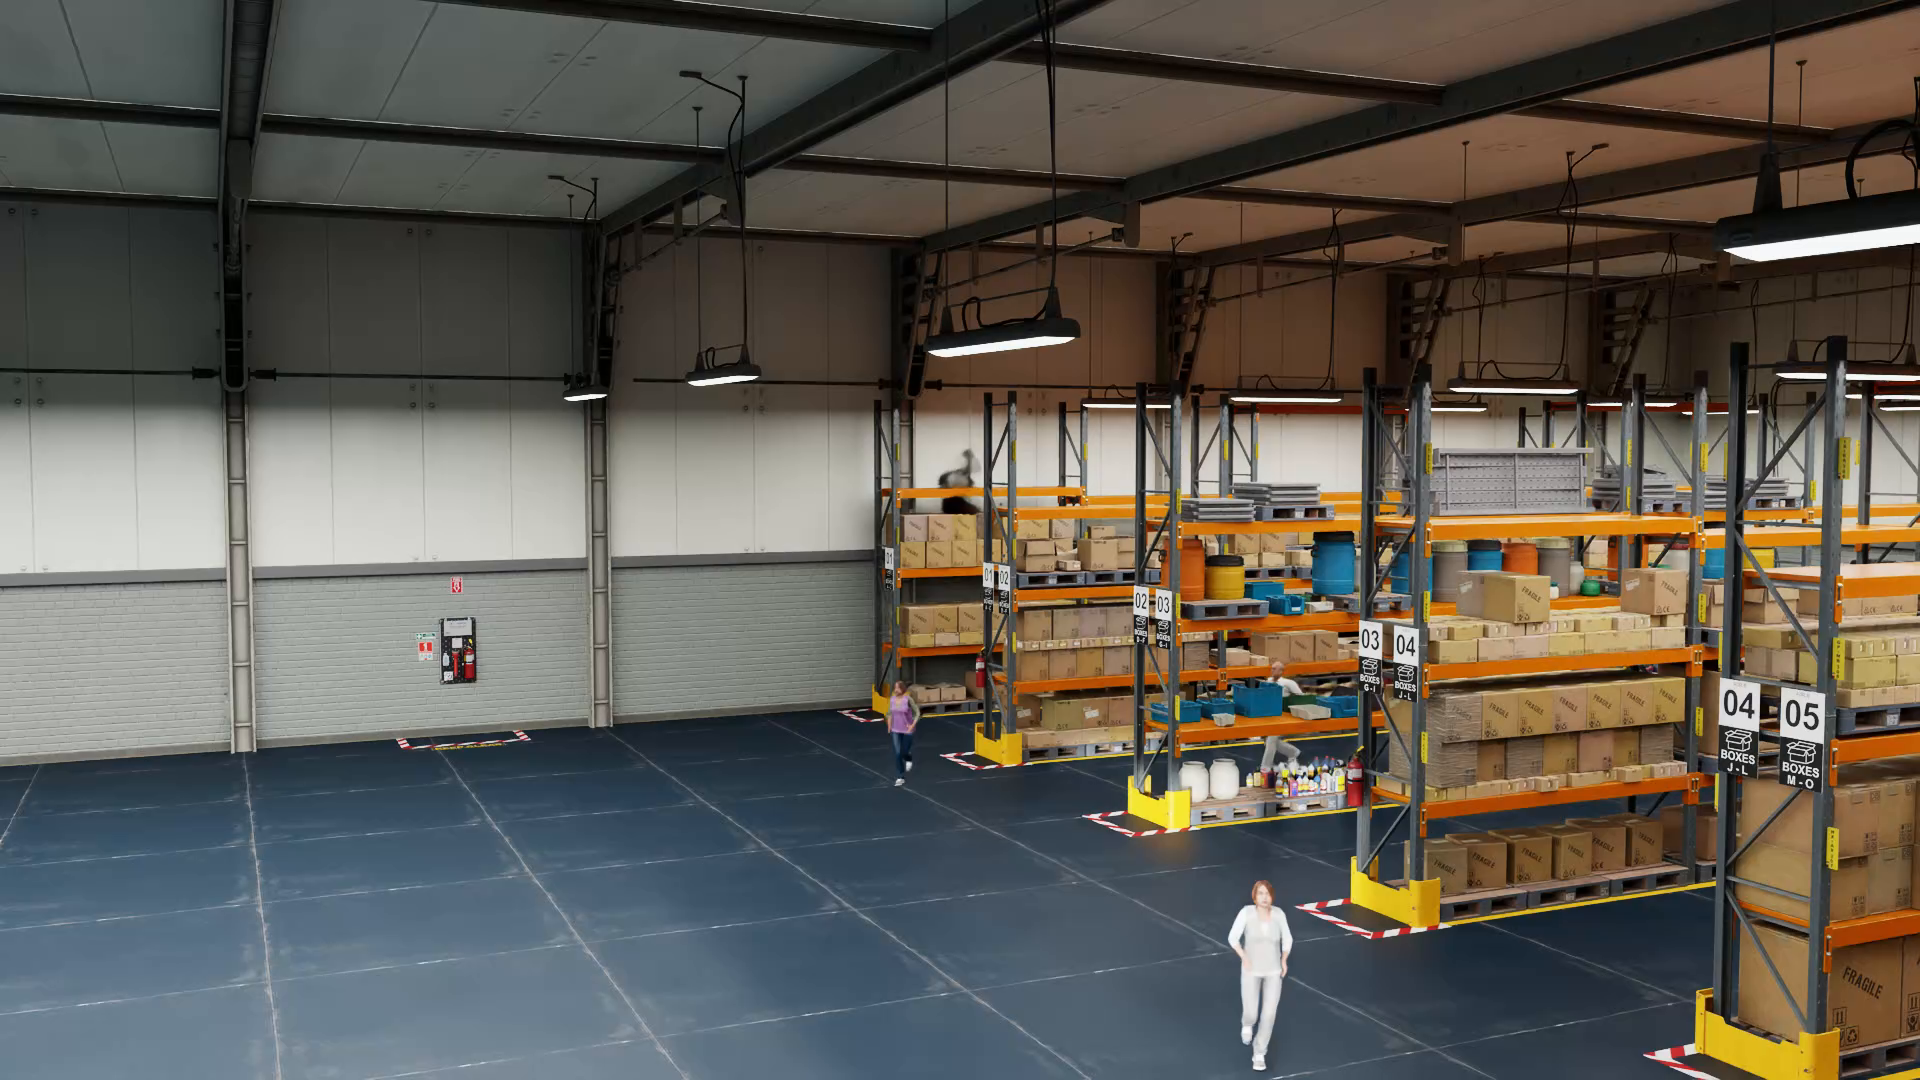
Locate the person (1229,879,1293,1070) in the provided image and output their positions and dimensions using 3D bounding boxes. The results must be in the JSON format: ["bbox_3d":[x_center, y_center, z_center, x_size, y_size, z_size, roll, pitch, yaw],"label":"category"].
[{"bbox_3d":[2.501,3.582,13.823,0.528,1.555,0.537,0,3,2],"label":"person"}]

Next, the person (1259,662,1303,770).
[{"bbox_3d":[4.926,2.725,25.720,0.859,1.689,0.712,-2,4,-31],"label":"person"}]

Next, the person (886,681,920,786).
[{"bbox_3d":[-0.854,2.911,25.262,0.546,1.584,0.654,1,3,15],"label":"person"}]
